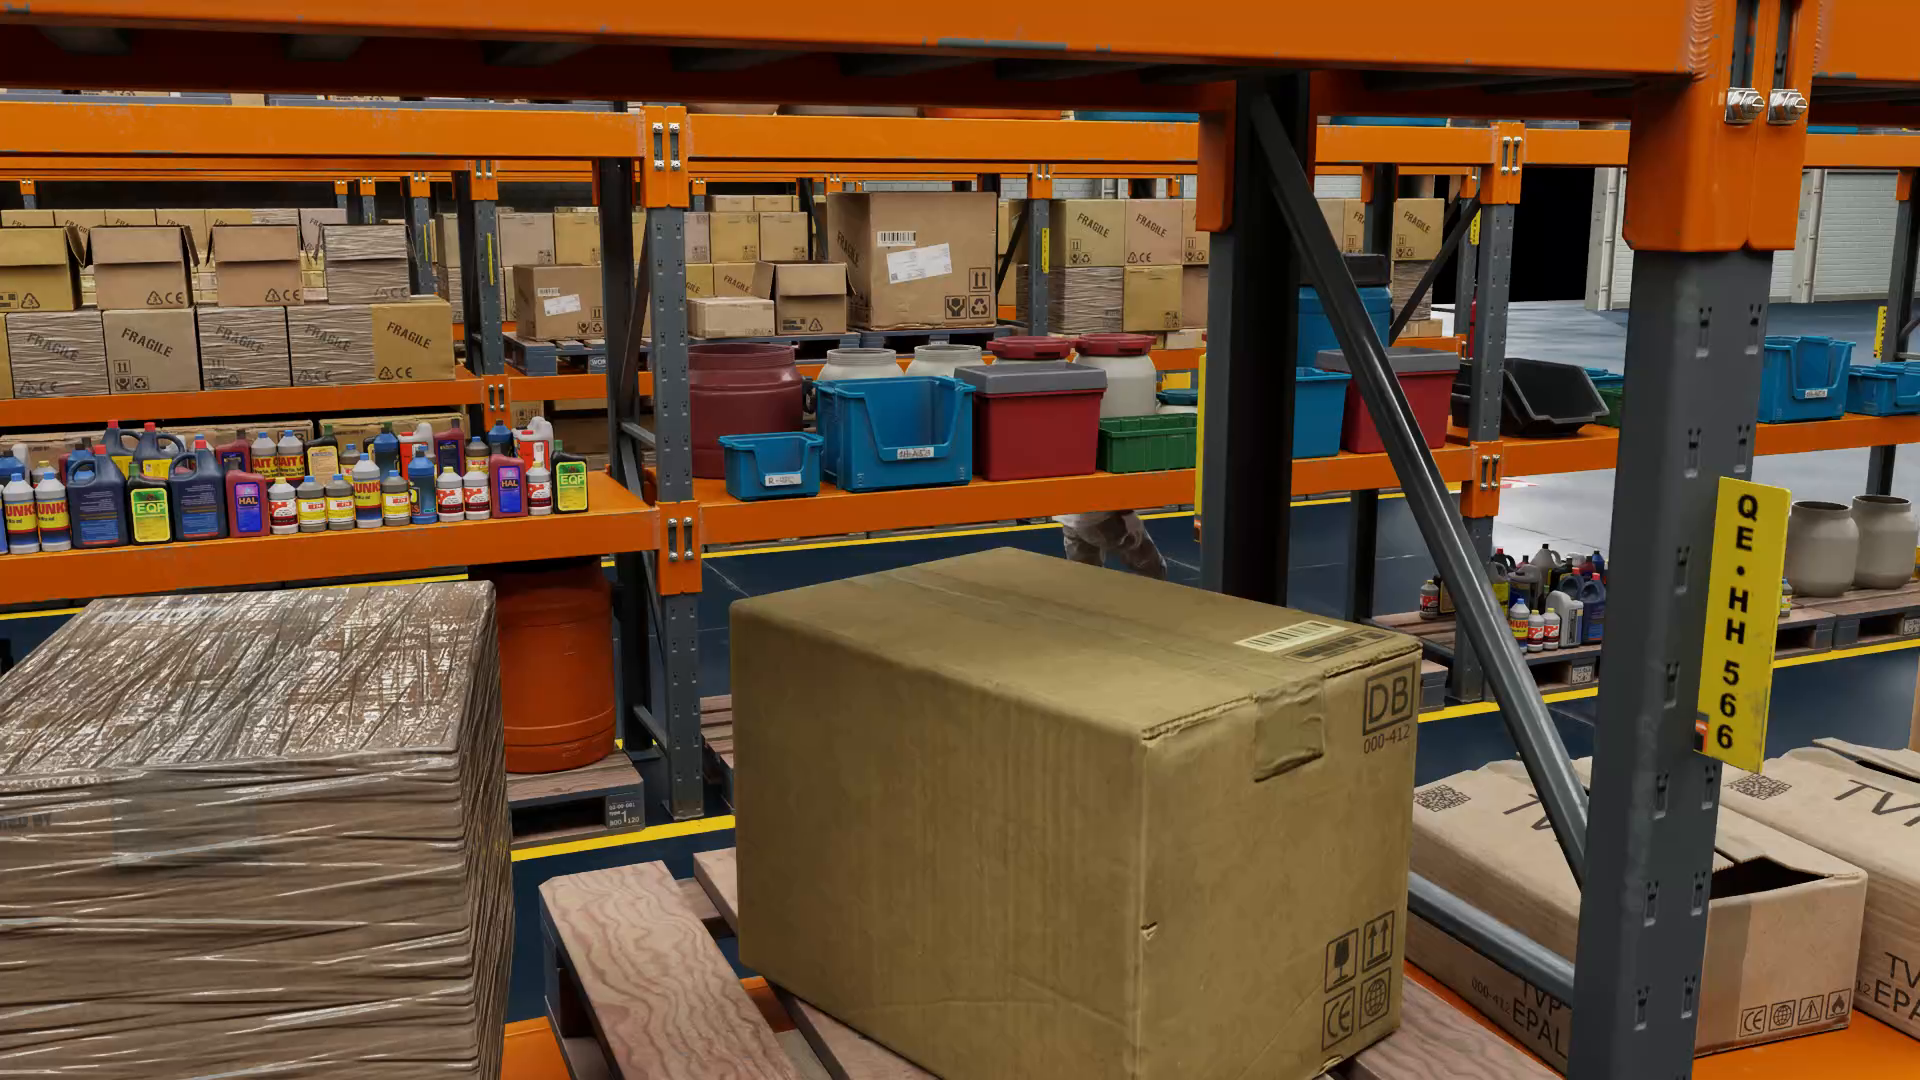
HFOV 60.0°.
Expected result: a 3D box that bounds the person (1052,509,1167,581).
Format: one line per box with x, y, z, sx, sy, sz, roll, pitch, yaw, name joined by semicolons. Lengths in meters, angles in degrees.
0.737;-0.134;8.556;0.519;1.780;0.620;-6;13;-25;person
